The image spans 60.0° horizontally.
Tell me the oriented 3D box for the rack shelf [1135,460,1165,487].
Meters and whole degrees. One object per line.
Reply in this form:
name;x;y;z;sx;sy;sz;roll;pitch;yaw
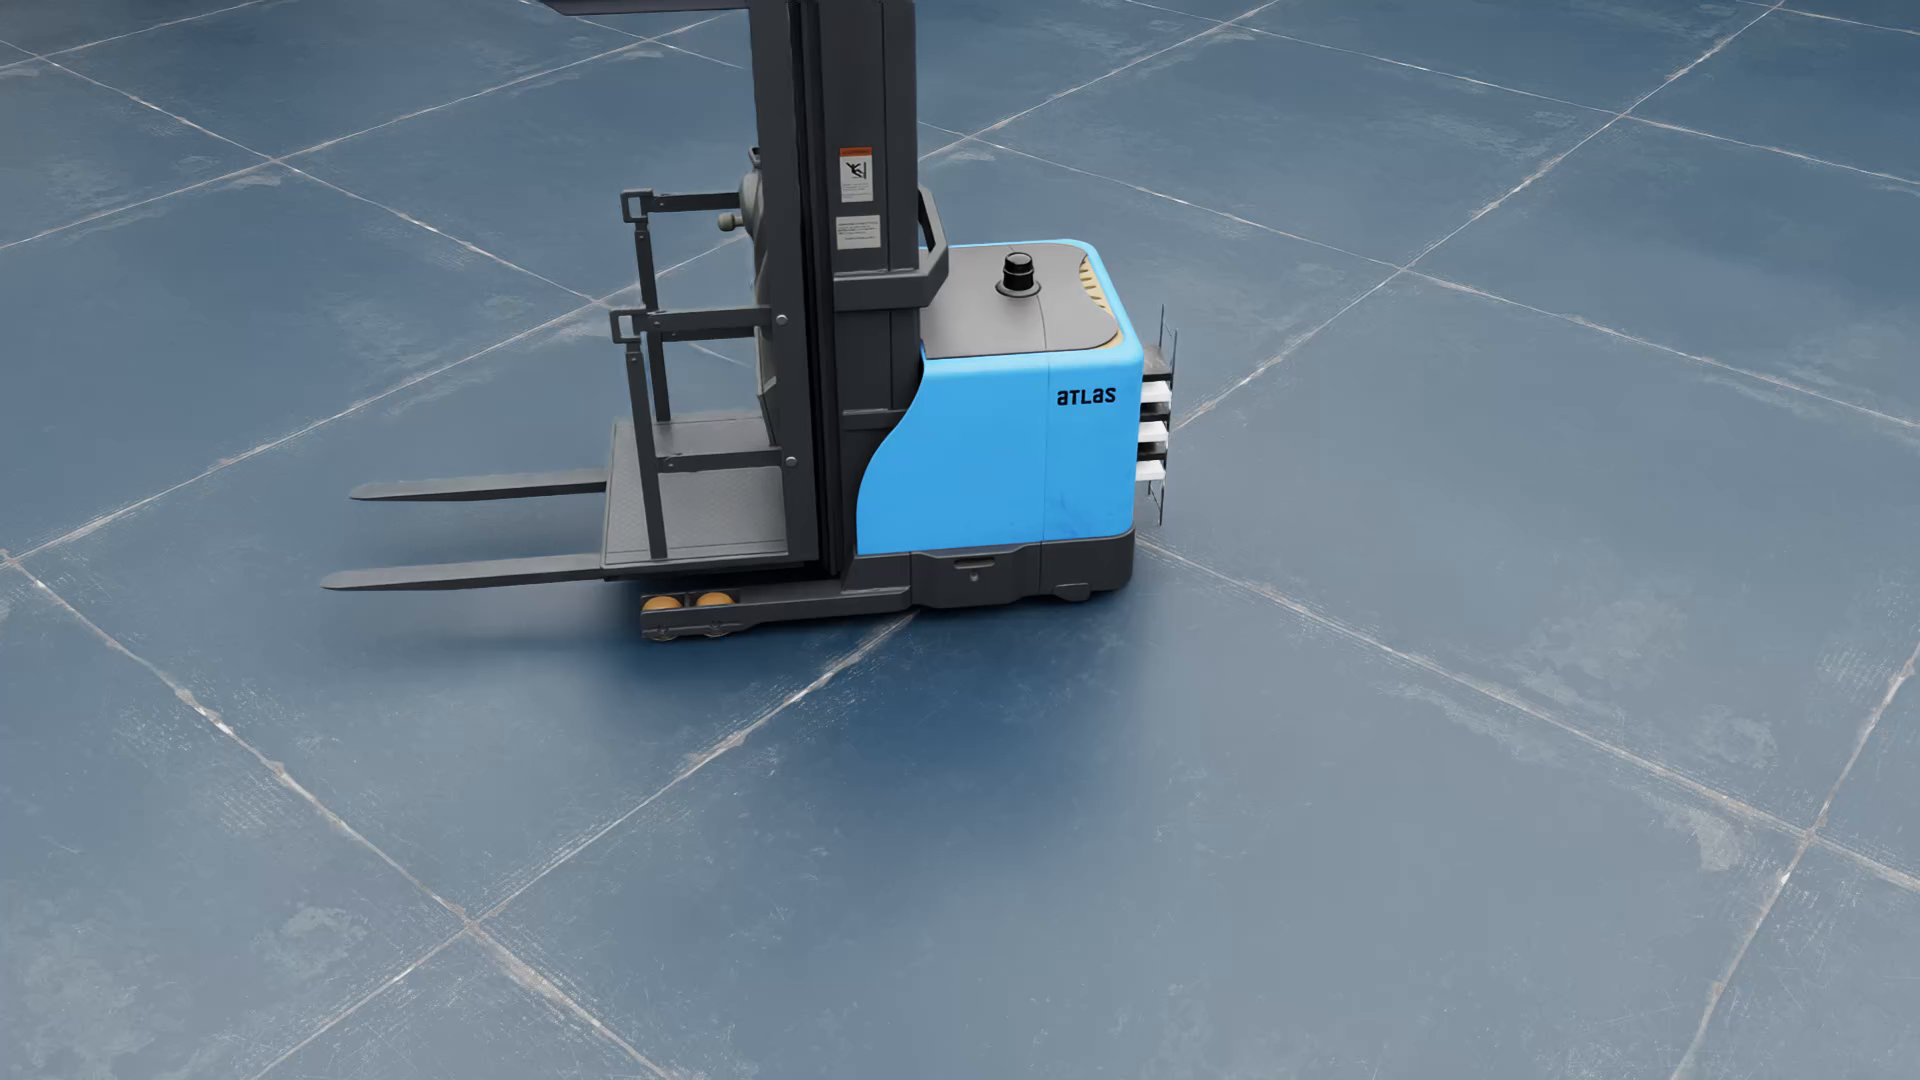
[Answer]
rack shelf;0.709;-0.307;6.779;0.200;0.077;0.258;-4;35;-6

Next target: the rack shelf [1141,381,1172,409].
rack shelf;0.709;-0.604;6.575;0.200;0.077;0.258;-4;35;-6

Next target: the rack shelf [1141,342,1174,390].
rack shelf;0.709;-0.678;6.524;0.200;0.077;0.258;-4;35;-6

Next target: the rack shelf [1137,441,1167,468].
rack shelf;0.709;-0.381;6.728;0.200;0.077;0.258;-4;35;-6

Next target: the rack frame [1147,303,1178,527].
rack frame;0.810;-0.490;6.669;0.006;0.900;0.240;-4;35;-6

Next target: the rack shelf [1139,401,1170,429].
rack shelf;0.709;-0.530;6.626;0.200;0.077;0.258;-4;35;-6

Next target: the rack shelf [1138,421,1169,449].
rack shelf;0.709;-0.455;6.677;0.200;0.077;0.258;-4;35;-6

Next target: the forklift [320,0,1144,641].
forklift;-0.891;-1.150;5.836;3.031;2.935;1.130;-4;35;-6

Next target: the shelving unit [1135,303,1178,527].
shelving unit;0.709;-0.483;6.658;0.210;0.900;0.258;-4;35;-6
